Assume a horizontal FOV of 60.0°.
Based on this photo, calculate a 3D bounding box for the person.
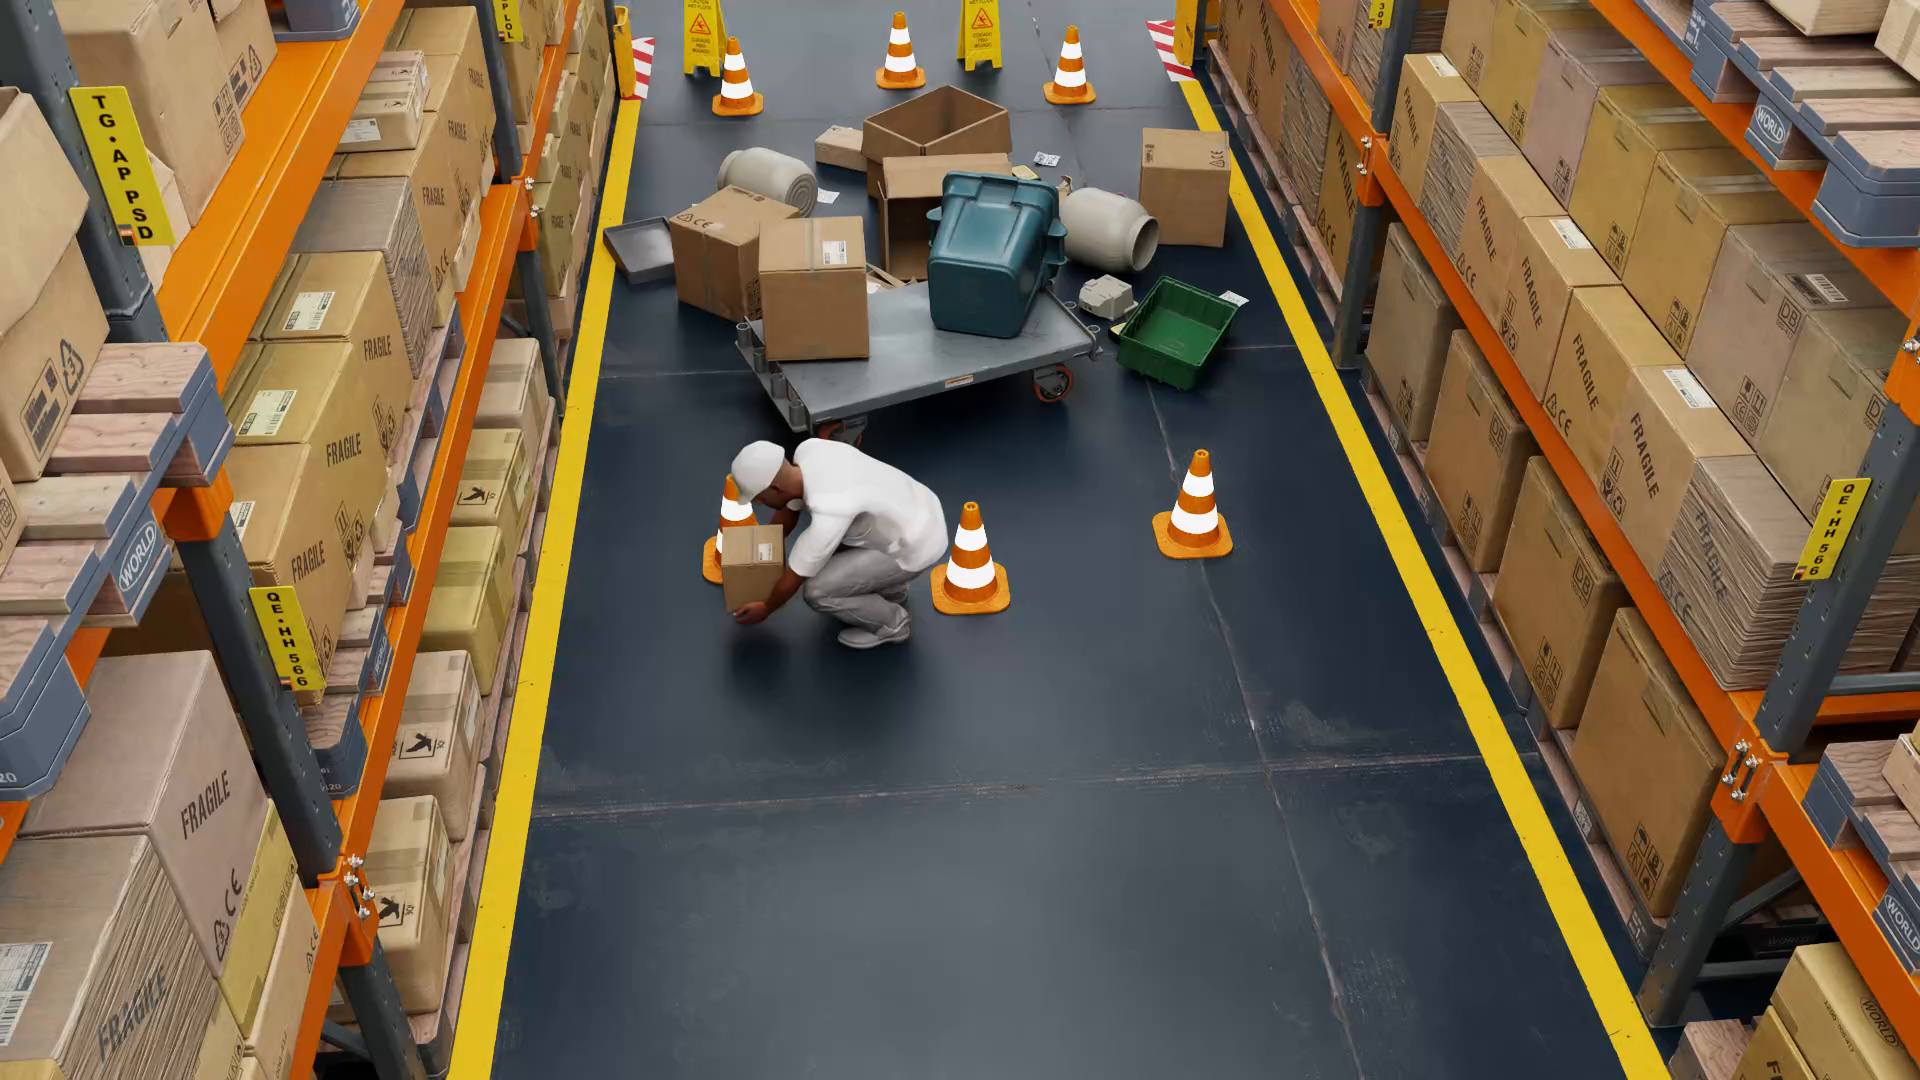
[{"bbox_3d":[-0.500,-0.018,6.776,0.900,0.997,0.585,-3,39,-4],"label":"person"}]
